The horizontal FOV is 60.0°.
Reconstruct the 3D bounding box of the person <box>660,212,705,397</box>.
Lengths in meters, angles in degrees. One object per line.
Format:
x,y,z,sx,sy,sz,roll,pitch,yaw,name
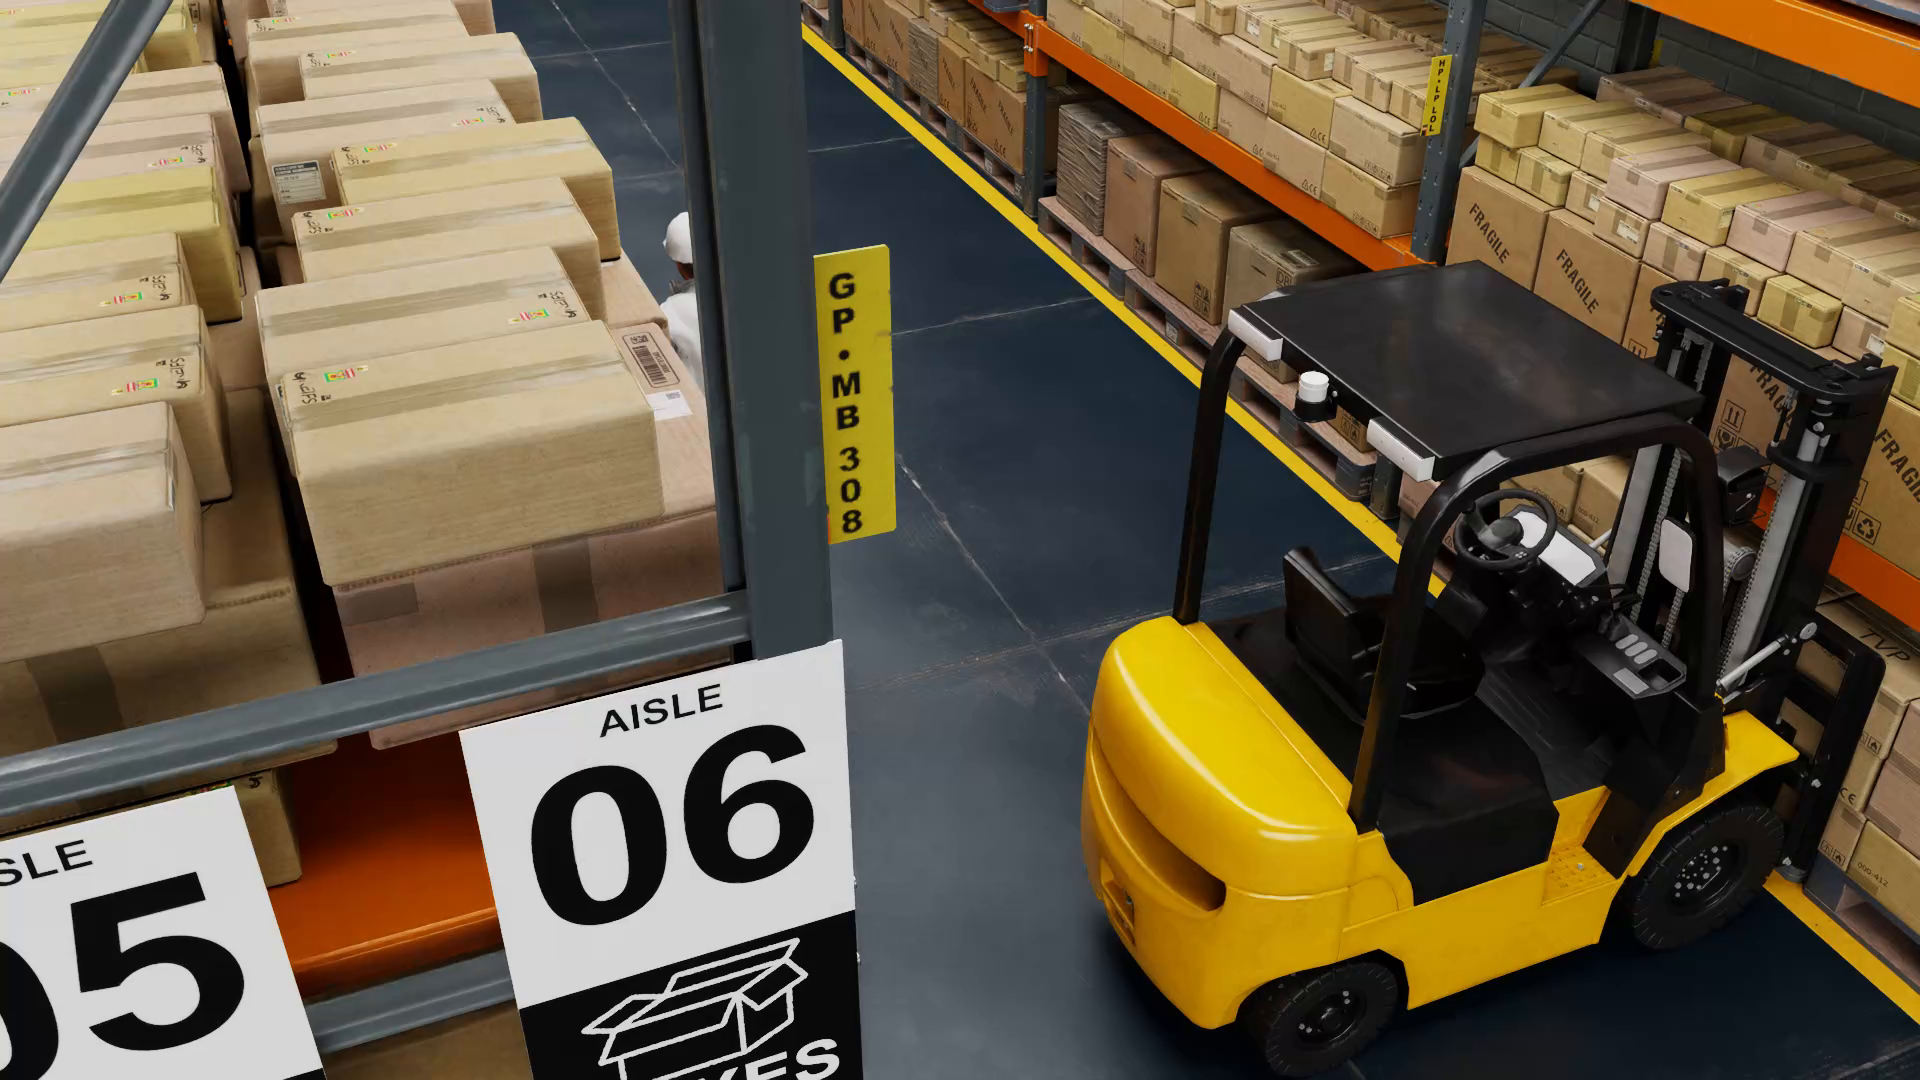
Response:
-0.995,-0.494,6.869,0.588,1.771,0.464,-14,36,-21,person
